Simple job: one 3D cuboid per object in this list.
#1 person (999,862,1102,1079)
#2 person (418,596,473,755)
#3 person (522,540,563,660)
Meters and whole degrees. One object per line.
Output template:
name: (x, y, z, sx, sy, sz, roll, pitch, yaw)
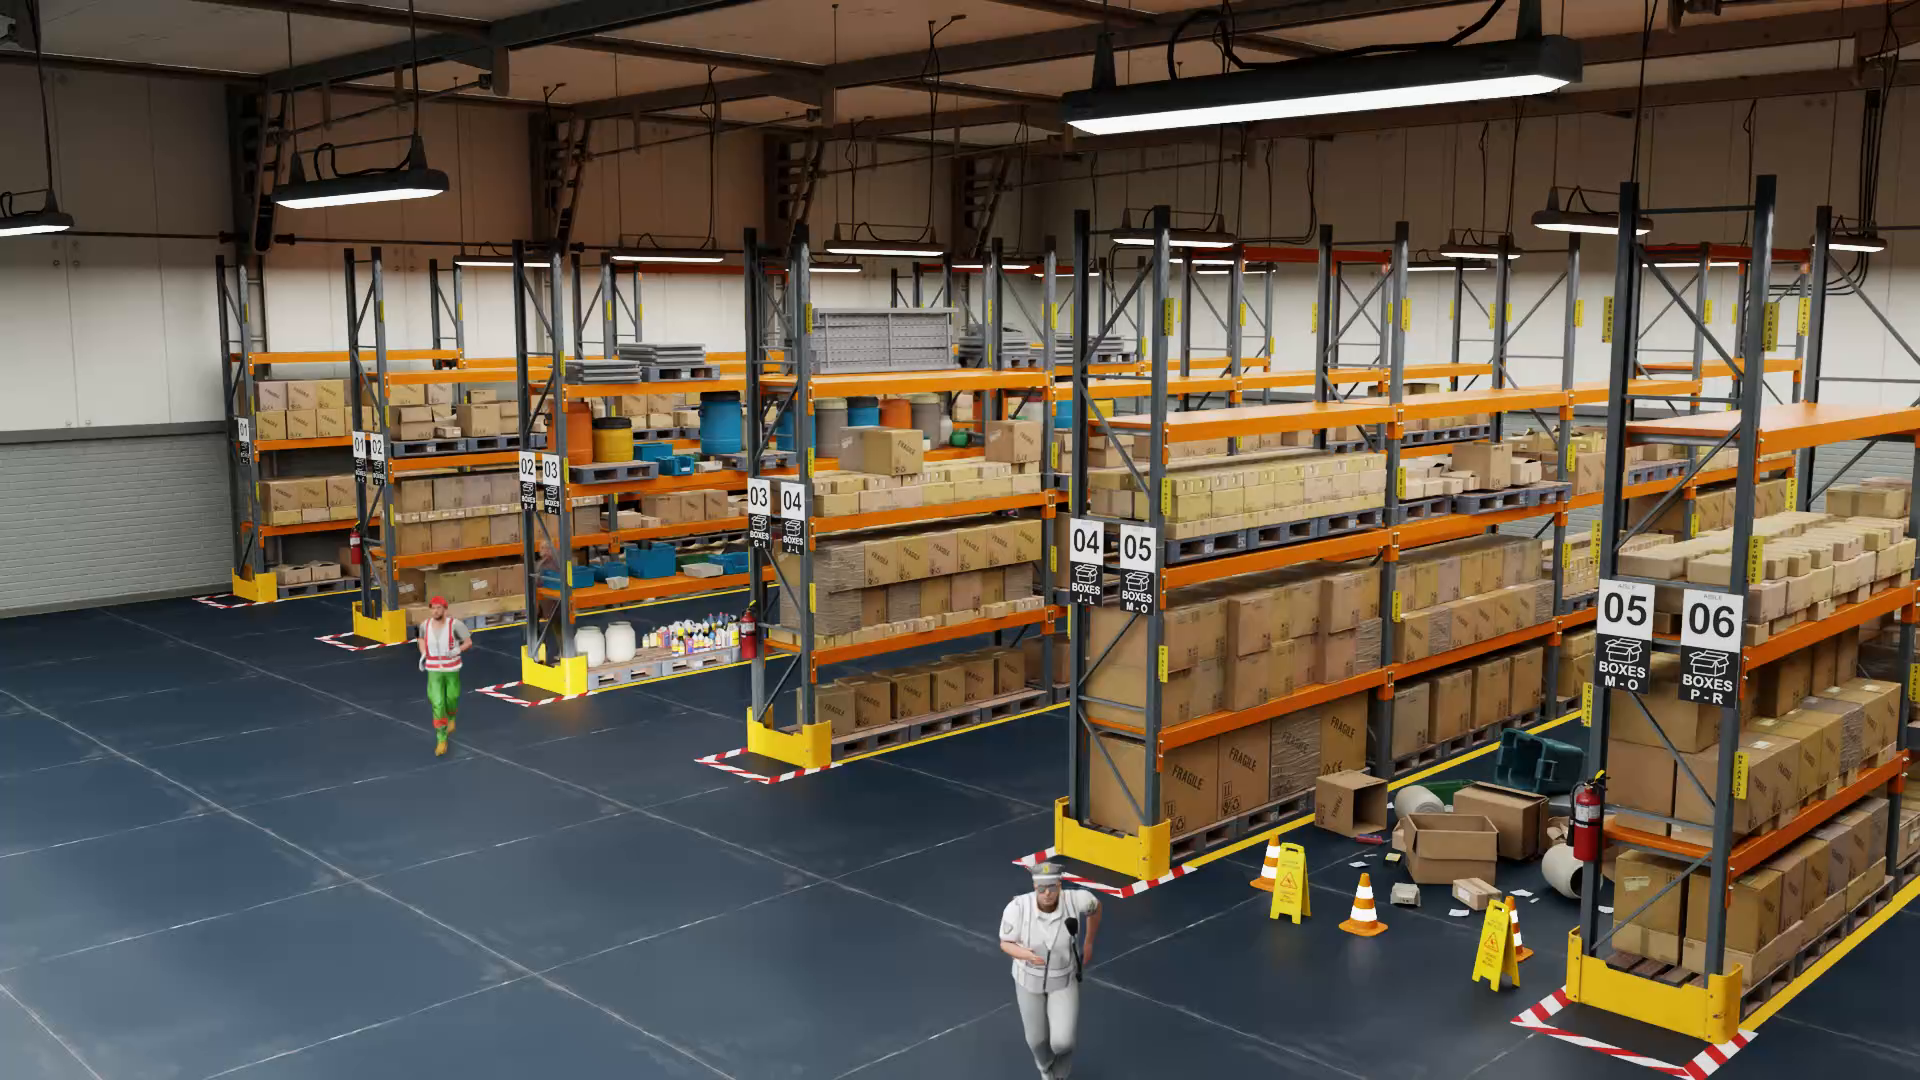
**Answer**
person: (0.576, 2.831, 10.632, 0.646, 1.709, 0.776, 1, 8, 5)
person: (-6.023, 1.532, 19.465, 0.638, 1.796, 0.924, -1, 8, -9)
person: (-5.928, 0.911, 23.864, 0.671, 1.837, 0.832, 6, 10, 38)
